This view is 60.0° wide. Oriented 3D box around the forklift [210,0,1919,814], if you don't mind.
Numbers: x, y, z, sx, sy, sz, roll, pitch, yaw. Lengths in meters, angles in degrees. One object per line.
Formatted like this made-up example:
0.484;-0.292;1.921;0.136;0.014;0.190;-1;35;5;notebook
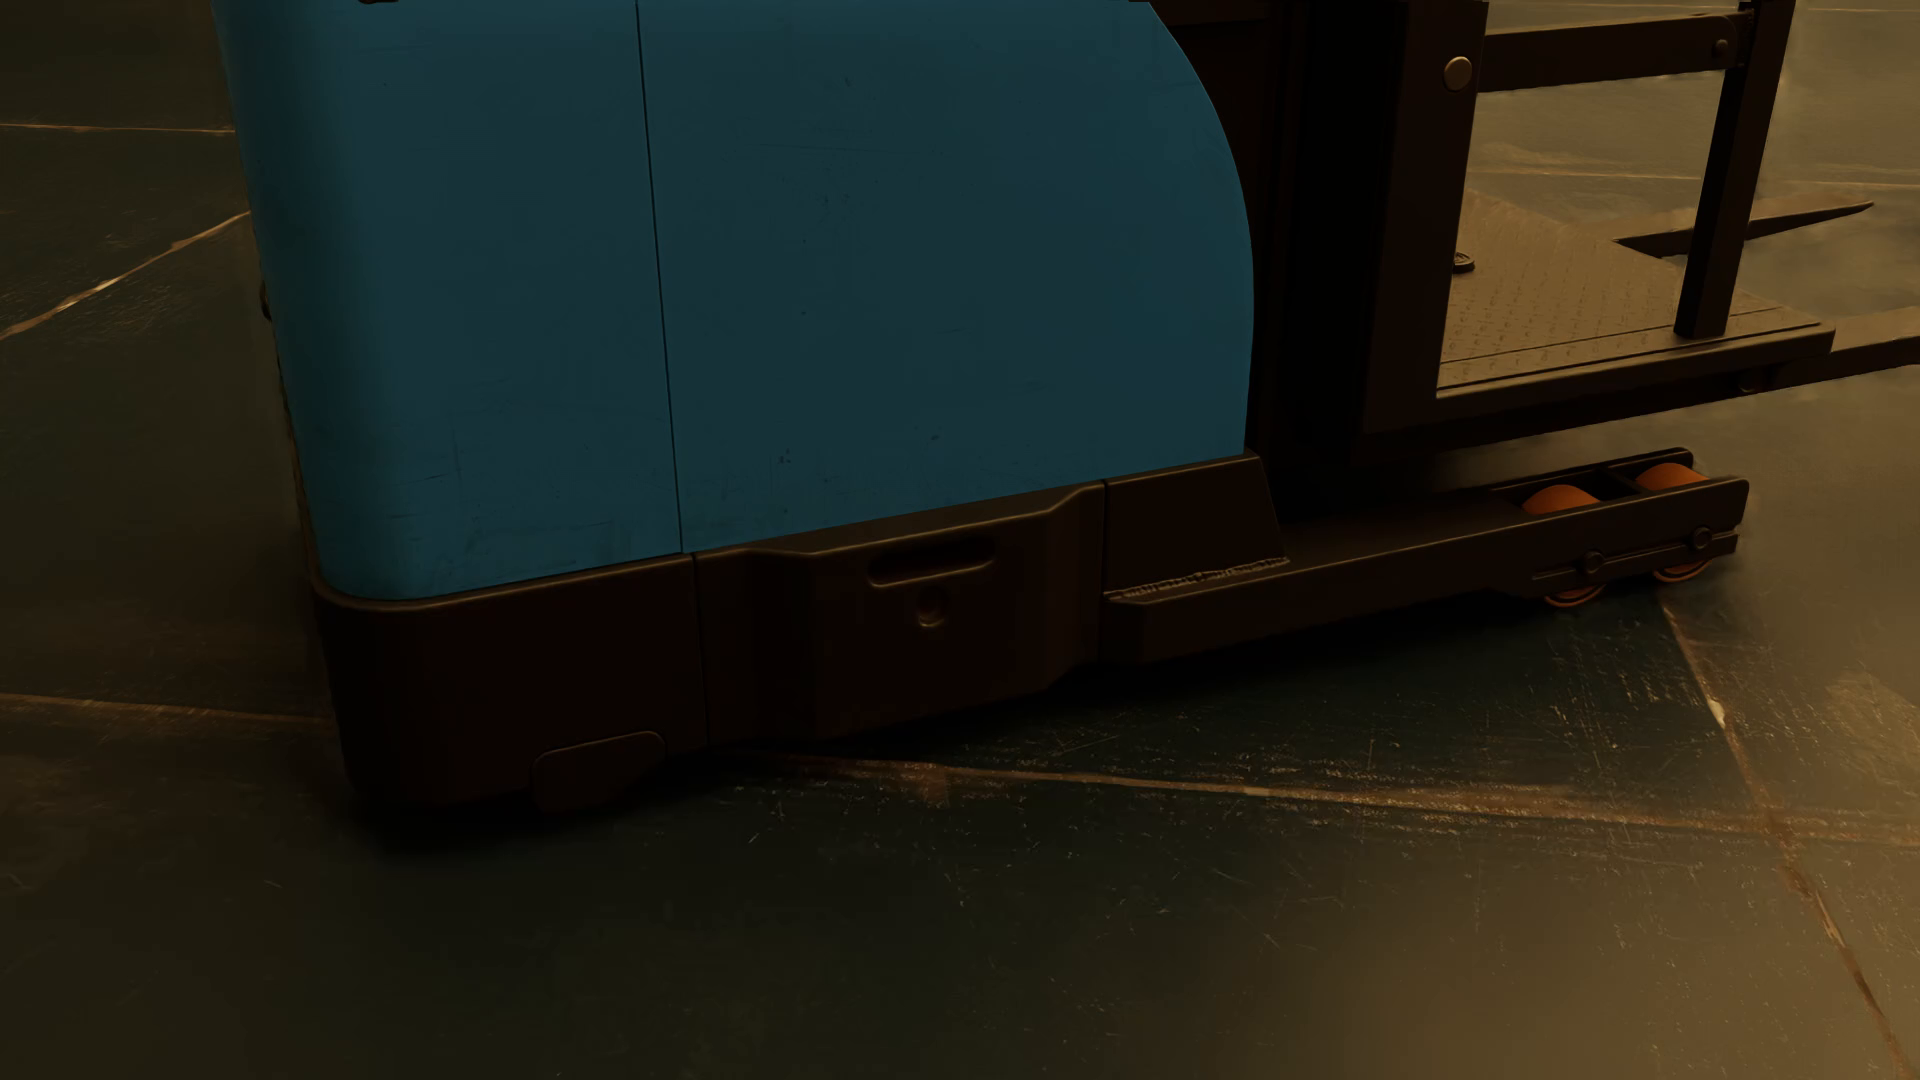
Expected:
0.564;-1.424;2.072;3.031;2.935;1.130;-11;28;-20;forklift
